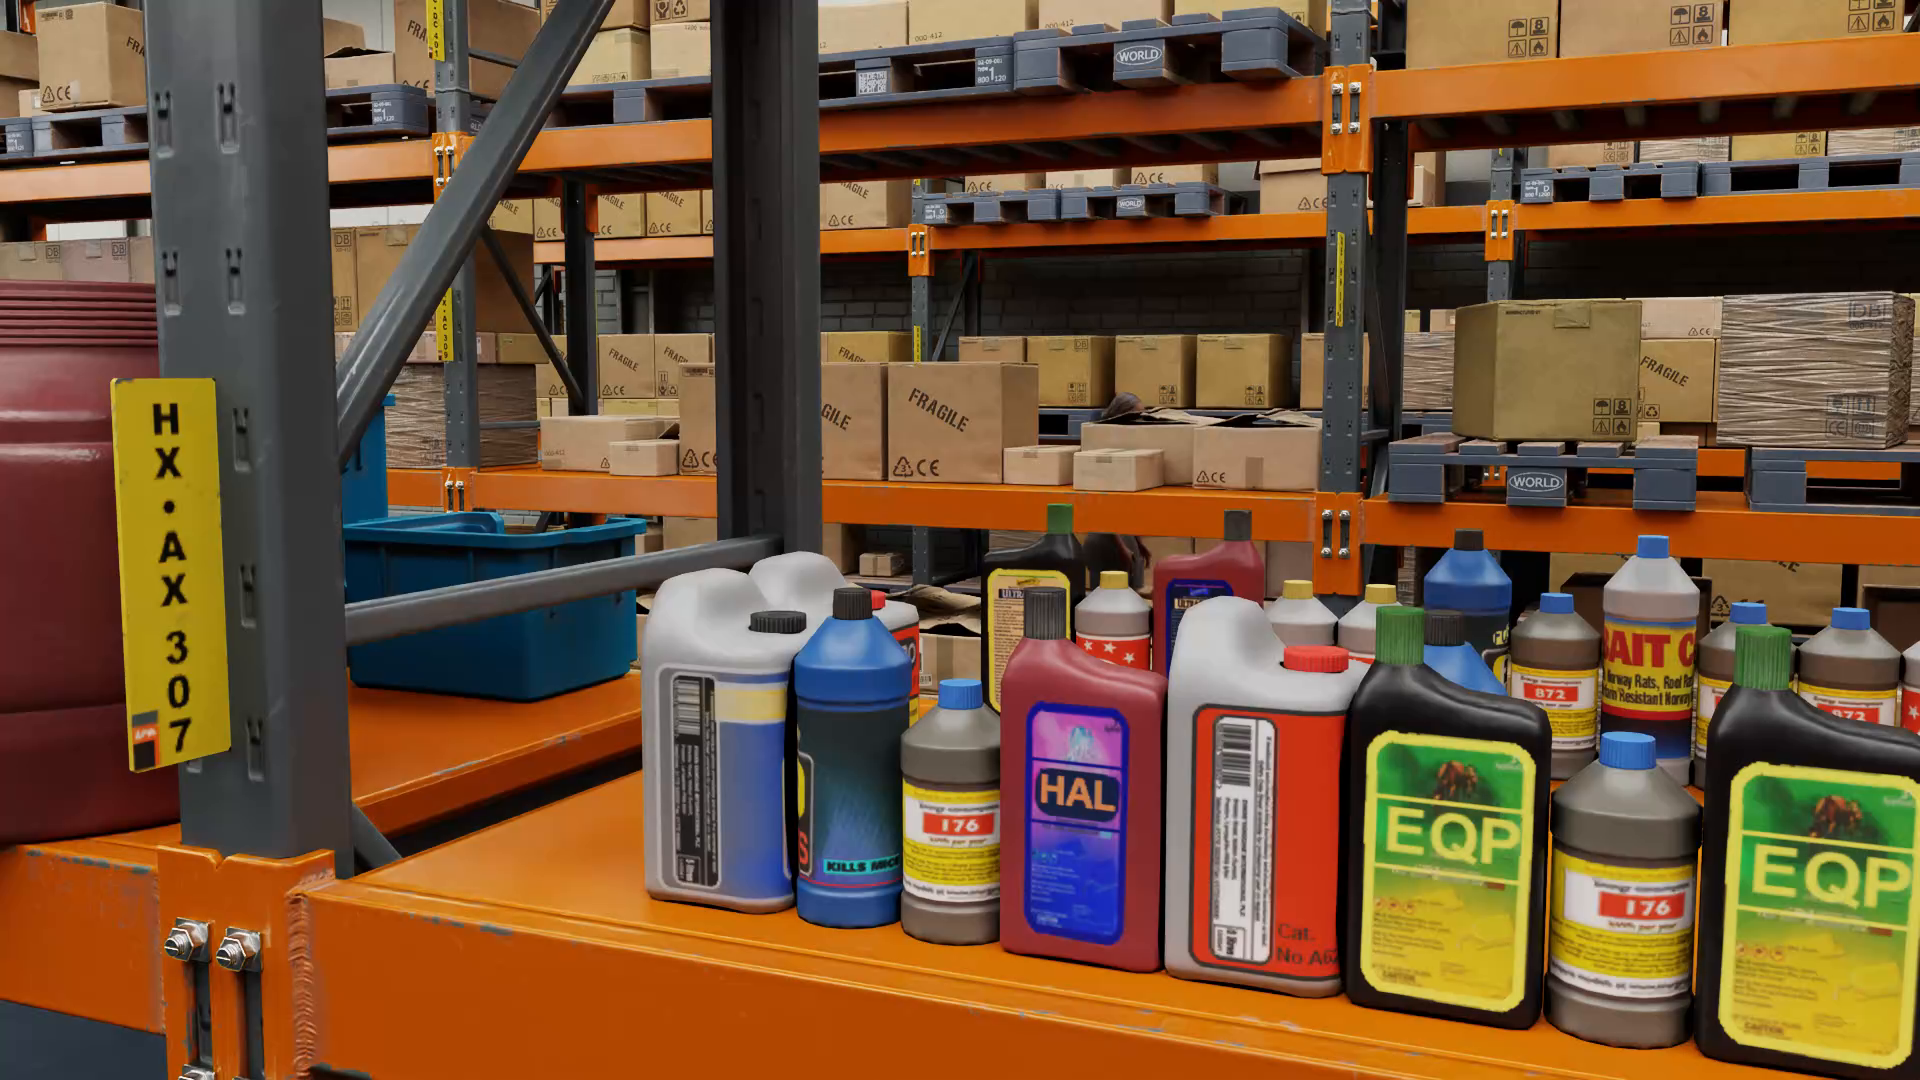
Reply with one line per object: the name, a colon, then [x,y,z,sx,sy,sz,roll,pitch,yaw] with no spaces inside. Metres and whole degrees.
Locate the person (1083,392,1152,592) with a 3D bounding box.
person: [0.856,0.053,8.745,0.398,1.659,0.494,2,6,22]
